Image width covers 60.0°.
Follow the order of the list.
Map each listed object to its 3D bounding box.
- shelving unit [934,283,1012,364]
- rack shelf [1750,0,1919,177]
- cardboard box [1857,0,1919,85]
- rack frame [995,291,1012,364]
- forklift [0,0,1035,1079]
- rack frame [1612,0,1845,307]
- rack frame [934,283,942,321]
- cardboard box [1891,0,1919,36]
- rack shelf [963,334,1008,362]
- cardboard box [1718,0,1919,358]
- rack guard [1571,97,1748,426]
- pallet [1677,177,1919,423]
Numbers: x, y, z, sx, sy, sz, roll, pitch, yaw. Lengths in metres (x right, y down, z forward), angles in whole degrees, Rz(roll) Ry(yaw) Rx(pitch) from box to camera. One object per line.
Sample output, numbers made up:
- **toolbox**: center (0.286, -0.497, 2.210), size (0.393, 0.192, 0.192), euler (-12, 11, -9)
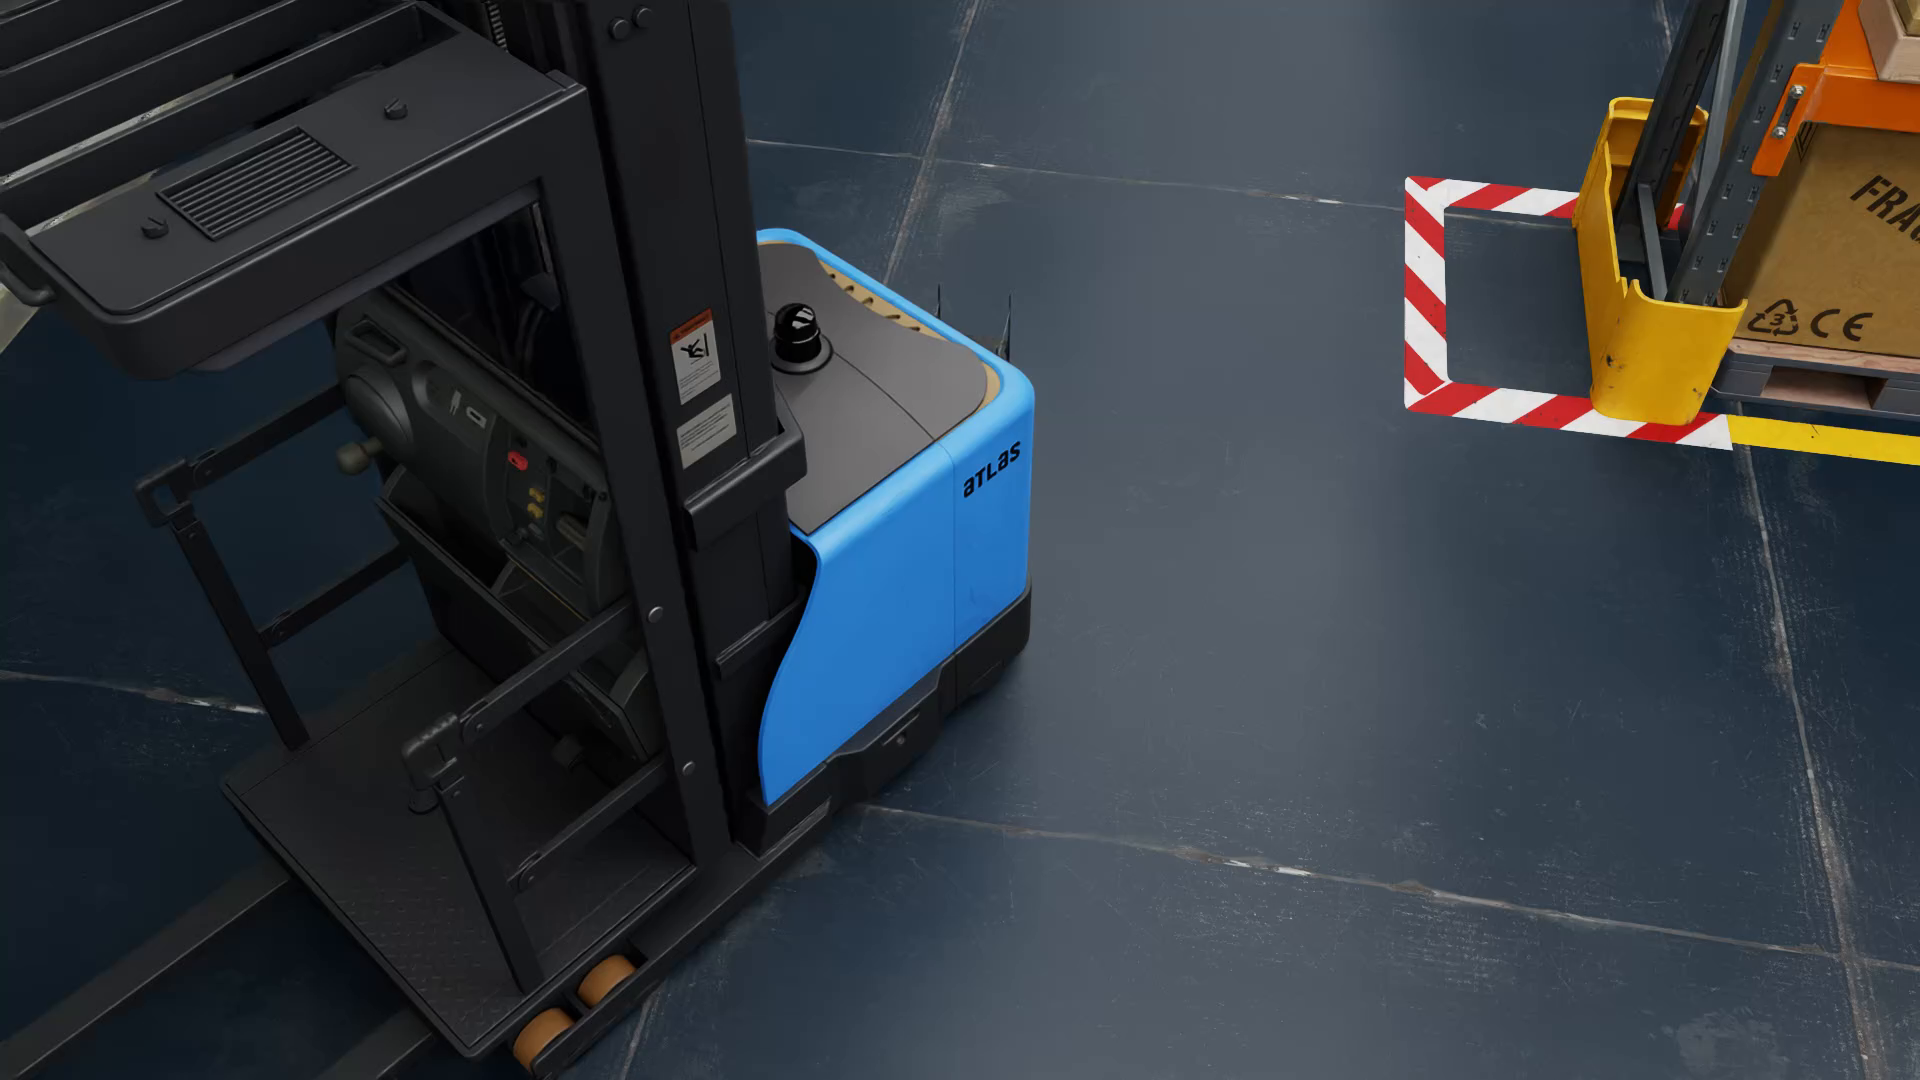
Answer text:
- **shelving unit**: center (0.022, -0.324, 4.936), size (0.210, 0.900, 0.258), euler (8, 49, 7)
- **rack shelf**: center (4.406, -1.320, 4.904), size (4.000, 0.370, 1.077), euler (8, 49, 7)
- **cardboard box**: center (2.728, -1.453, 4.708), size (0.250, 0.149, 0.380), euler (8, 49, 7)
- **rack frame**: center (0.122, -0.310, 4.924), size (0.006, 0.900, 0.240), euler (8, 49, 7)
- **forklift**: center (-1.171, -0.108, 3.377), size (1.130, 2.935, 3.031), euler (35, 57, 27)
- **rack frame**: center (2.438, -1.826, 4.874), size (0.127, 3.000, 1.000), euler (8, 49, 7)
- **rack frame**: center (-0.078, -0.338, 4.949), size (0.006, 0.900, 0.240), euler (8, 49, 7)
- **cardboard box**: center (2.862, -1.614, 4.584), size (0.500, 0.250, 0.500), euler (7, 48, 6)
- **rack shelf**: center (0.022, -0.482, 4.760), size (0.200, 0.077, 0.258), euler (8, 49, 7)
- **cardboard box**: center (3.082, -1.230, 5.484), size (0.875, 0.875, 0.875), euler (8, 49, 7)
- **rack guard**: center (2.414, -0.993, 5.806), size (0.348, 0.500, 1.175), euler (8, 49, 7)
- **pallet**: center (3.238, -0.845, 5.867), size (1.213, 0.211, 1.003), euler (8, 49, 7)
